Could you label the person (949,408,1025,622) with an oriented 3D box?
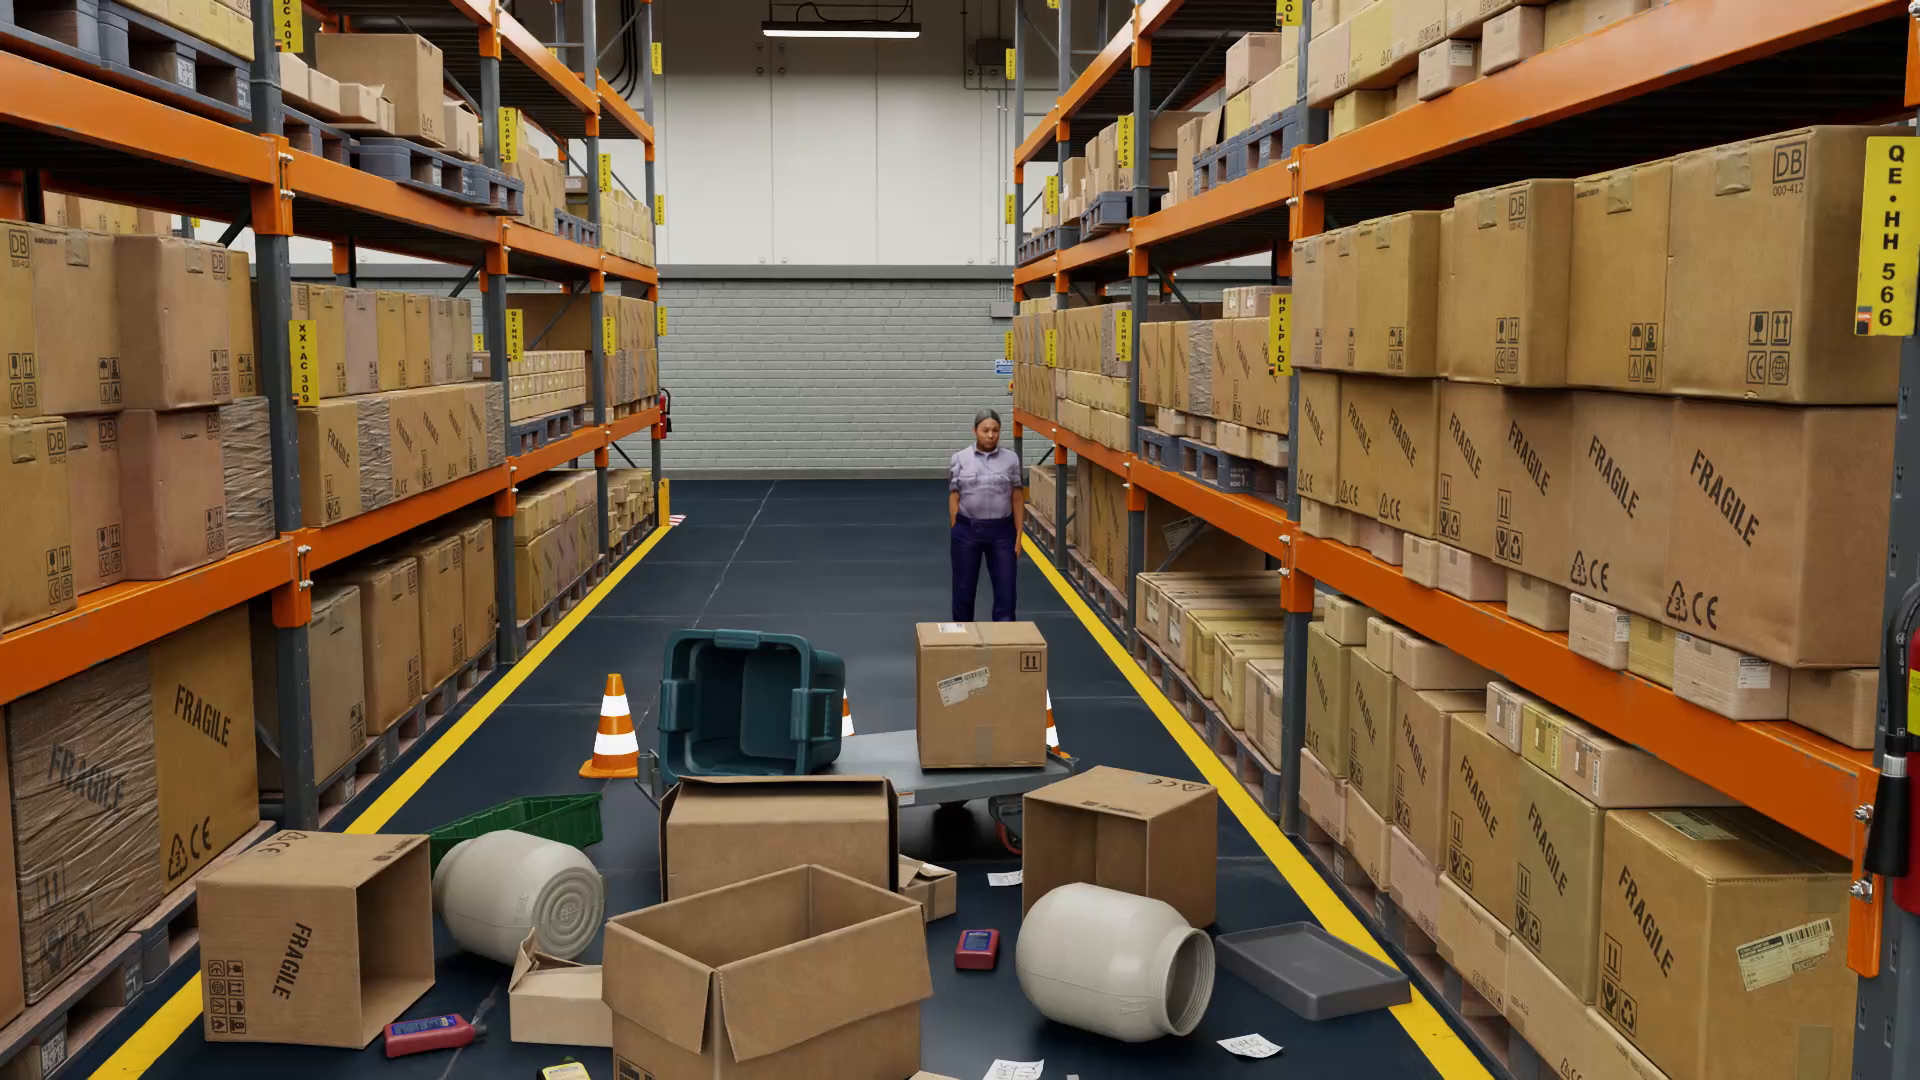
[{"bbox_3d":[0.168,0.007,10.325,0.471,1.646,0.341,-1,7,-5],"label":"person"}]
